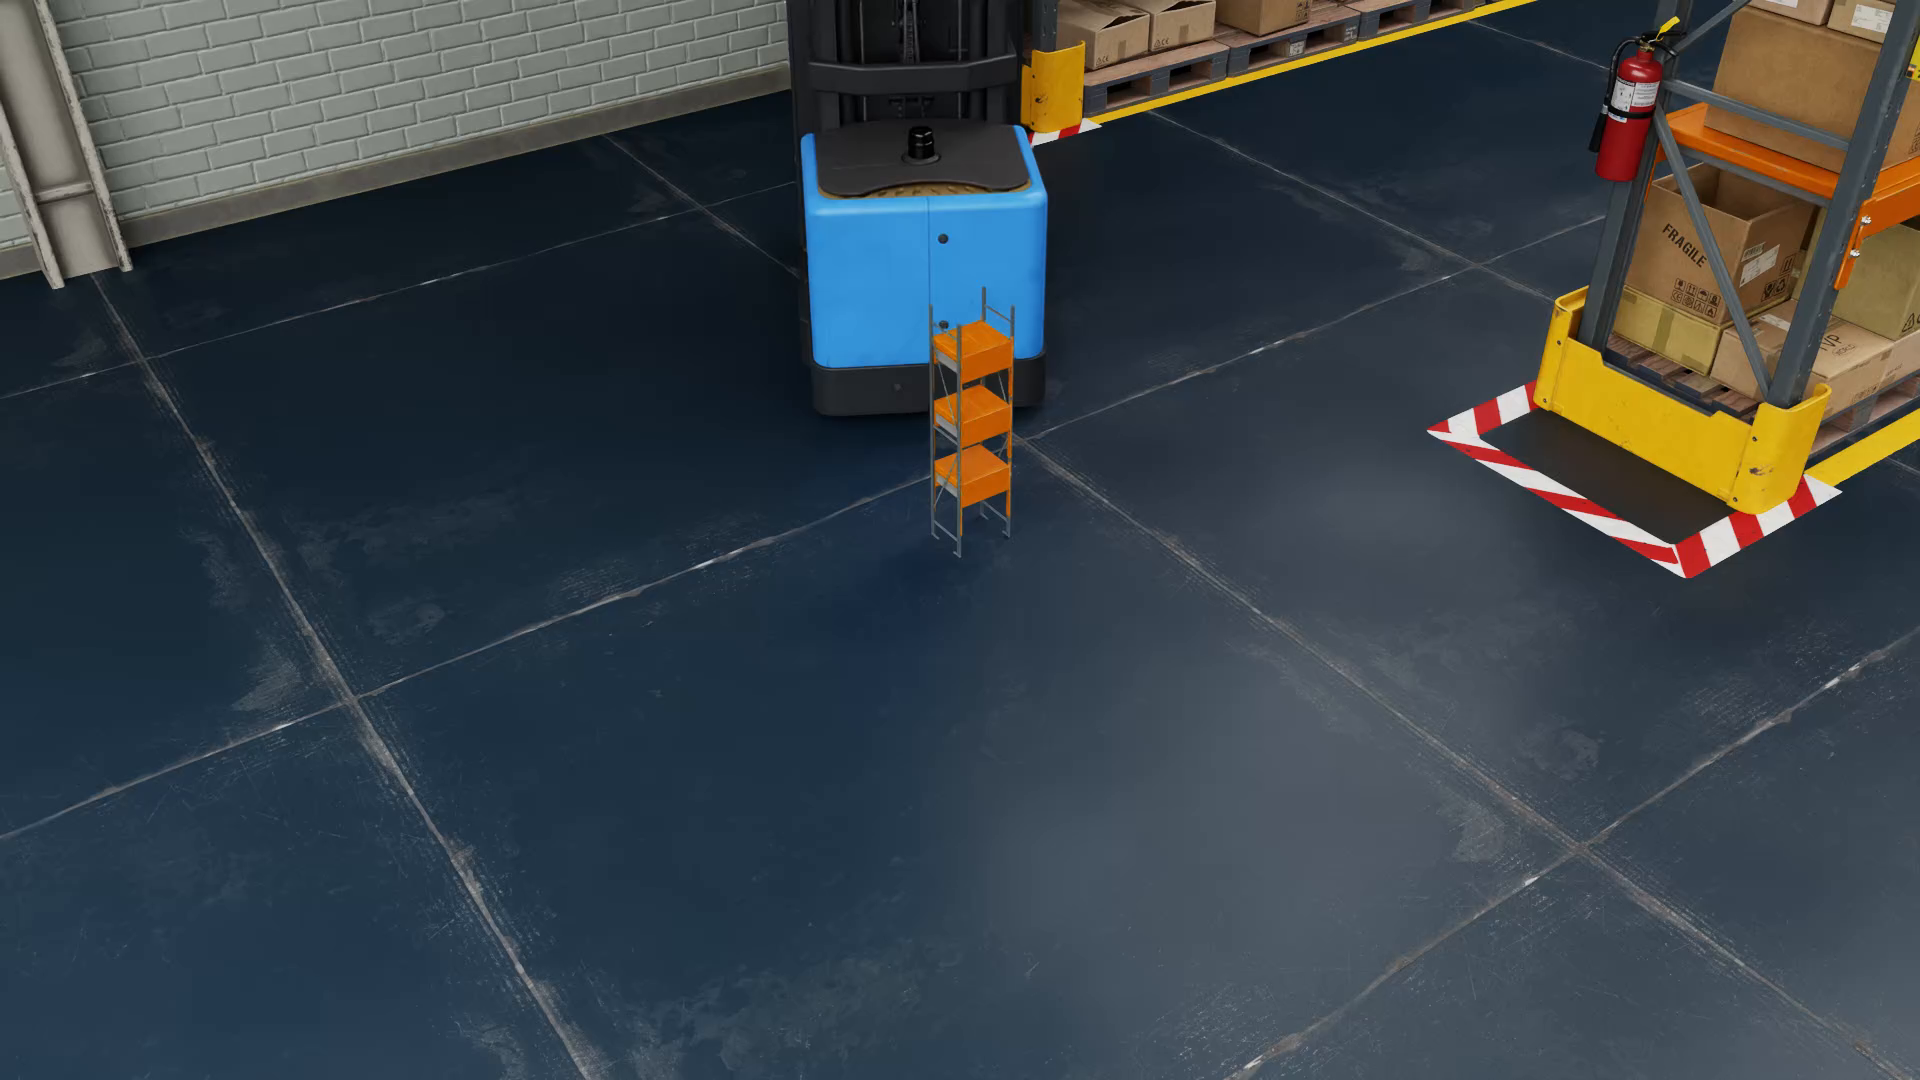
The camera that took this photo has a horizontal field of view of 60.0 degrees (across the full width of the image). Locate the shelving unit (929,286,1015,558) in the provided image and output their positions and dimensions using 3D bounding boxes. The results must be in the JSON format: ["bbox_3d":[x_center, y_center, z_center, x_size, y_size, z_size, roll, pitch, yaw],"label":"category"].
[{"bbox_3d":[0.044,-0.444,6.468,0.252,1.050,0.215,-22,41,-28],"label":"shelving unit"}]

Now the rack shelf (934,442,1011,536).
[{"bbox_3d":[0.044,-0.210,6.637,0.240,0.259,0.215,-22,41,-28],"label":"rack shelf"}]

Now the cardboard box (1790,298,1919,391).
[{"bbox_3d":[4.077,-0.951,7.498,0.500,0.250,0.500,-22,41,-28],"label":"cardboard box"}]

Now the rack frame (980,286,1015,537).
[{"bbox_3d":[0.143,-0.485,6.526,0.008,1.050,0.200,-22,41,-28],"label":"rack frame"}]

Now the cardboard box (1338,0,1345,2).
[{"bbox_3d":[2.691,-4.156,11.724,0.500,0.500,0.500,-26,43,-31],"label":"cardboard box"}]

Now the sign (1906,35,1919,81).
[{"bbox_3d":[3.418,-1.769,5.831,0.005,0.325,0.100,-22,41,-28],"label":"sign"}]

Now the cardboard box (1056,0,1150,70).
[{"bbox_3d":[0.864,-3.292,10.684,0.500,0.311,0.500,-28,44,-33],"label":"cardboard box"}]

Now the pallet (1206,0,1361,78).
[{"bbox_3d":[1.990,-3.573,11.537,1.213,0.211,1.003,-22,41,-28],"label":"pallet"}]

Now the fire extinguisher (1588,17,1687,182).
[{"bbox_3d":[2.739,-1.803,6.754,0.183,0.674,0.296,-22,41,-28],"label":"fire extinguisher"}]

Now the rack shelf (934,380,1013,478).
[{"bbox_3d":[0.044,-0.436,6.475,0.240,0.259,0.215,-22,41,-28],"label":"rack shelf"}]

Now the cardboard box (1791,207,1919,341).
[{"bbox_3d":[4.078,-1.254,7.278,0.500,0.500,0.500,-22,41,-28],"label":"cardboard box"}]

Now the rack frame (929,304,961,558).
[{"bbox_3d":[-0.056,-0.403,6.411,0.008,1.050,0.200,-22,41,-28],"label":"rack frame"}]

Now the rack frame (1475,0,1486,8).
[{"bbox_3d":[3.516,-5.361,11.634,0.127,3.000,1.000,-22,41,-28],"label":"rack frame"}]

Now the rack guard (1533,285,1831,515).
[{"bbox_3d":[3.084,-0.629,7.197,0.348,0.500,1.175,-22,41,-28],"label":"rack guard"}]

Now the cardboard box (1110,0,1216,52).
[{"bbox_3d":[1.330,-3.484,10.951,0.500,0.311,0.500,-19,40,-24],"label":"cardboard box"}]

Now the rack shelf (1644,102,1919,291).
[{"bbox_3d":[4.738,-2.033,7.624,4.000,0.370,1.077,-22,41,-28],"label":"rack shelf"}]

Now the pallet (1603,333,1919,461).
[{"bbox_3d":[3.705,-0.797,7.678,1.213,0.211,1.003,-22,41,-28],"label":"pallet"}]

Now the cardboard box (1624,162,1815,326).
[{"bbox_3d":[3.370,-1.333,7.388,0.500,0.500,0.500,-22,41,-28],"label":"cardboard box"}]

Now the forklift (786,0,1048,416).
[{"bbox_3d":[-0.278,-2.585,7.834,1.130,2.935,3.031,-3,36,-5],"label":"forklift"}]

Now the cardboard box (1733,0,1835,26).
[{"bbox_3d":[3.306,-2.176,6.565,0.250,0.149,0.380,-23,42,-29],"label":"cardboard box"}]

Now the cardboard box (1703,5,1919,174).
[{"bbox_3d":[3.493,-1.844,6.659,0.500,0.500,0.700,-22,41,-28],"label":"cardboard box"}]

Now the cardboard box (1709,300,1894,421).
[{"bbox_3d":[3.670,-0.781,7.262,0.500,0.250,0.500,-22,41,-28],"label":"cardboard box"}]

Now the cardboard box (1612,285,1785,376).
[{"bbox_3d":[3.372,-1.028,7.605,0.500,0.250,0.500,-22,41,-28],"label":"cardboard box"}]

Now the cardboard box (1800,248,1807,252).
[{"bbox_3d":[4.181,-1.371,8.082,0.500,0.250,0.500,-22,41,-28],"label":"cardboard box"}]

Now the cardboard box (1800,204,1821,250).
[{"bbox_3d":[4.179,-1.677,7.865,0.500,0.500,0.500,-22,41,-28],"label":"cardboard box"}]

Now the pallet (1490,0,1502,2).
[{"bbox_3d":[4.152,-4.491,12.814,1.213,0.211,1.003,-22,41,-28],"label":"pallet"}]

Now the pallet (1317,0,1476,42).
[{"bbox_3d":[2.988,-3.986,12.111,1.213,0.211,1.003,-22,41,-28],"label":"pallet"}]

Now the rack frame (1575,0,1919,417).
[{"bbox_3d":[3.104,-1.652,6.478,0.127,3.000,1.000,-22,41,-28],"label":"rack frame"}]

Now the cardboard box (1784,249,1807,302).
[{"bbox_3d":[3.773,-1.202,7.847,0.500,0.250,0.500,-22,41,-28],"label":"cardboard box"}]

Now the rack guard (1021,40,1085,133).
[{"bbox_3d":[0.309,-3.026,10.529,0.348,0.500,1.175,-22,41,-28],"label":"rack guard"}]

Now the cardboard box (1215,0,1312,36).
[{"bbox_3d":[1.959,-3.783,11.206,0.500,0.500,0.700,-25,43,-31],"label":"cardboard box"}]

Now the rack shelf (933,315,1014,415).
[{"bbox_3d":[0.044,-0.666,6.309,0.240,0.259,0.215,-22,41,-28],"label":"rack shelf"}]

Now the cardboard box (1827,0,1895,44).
[{"bbox_3d":[3.548,-1.985,6.300,0.250,0.149,0.380,-23,41,-28],"label":"cardboard box"}]

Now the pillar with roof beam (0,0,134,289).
[{"bbox_3d":[-2.104,-3.026,3.251,0.400,9.000,9.100,-22,41,-28],"label":"pillar with roof beam"}]

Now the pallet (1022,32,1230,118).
[{"bbox_3d":[0.993,-3.165,10.970,1.213,0.211,1.003,-22,41,-28],"label":"pallet"}]

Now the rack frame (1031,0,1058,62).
[{"bbox_3d":[0.247,-4.015,9.764,0.127,3.000,1.000,-22,41,-28],"label":"rack frame"}]

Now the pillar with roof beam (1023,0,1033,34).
[{"bbox_3d":[2.801,-5.044,6.057,0.400,9.000,9.100,-22,41,-28],"label":"pillar with roof beam"}]
